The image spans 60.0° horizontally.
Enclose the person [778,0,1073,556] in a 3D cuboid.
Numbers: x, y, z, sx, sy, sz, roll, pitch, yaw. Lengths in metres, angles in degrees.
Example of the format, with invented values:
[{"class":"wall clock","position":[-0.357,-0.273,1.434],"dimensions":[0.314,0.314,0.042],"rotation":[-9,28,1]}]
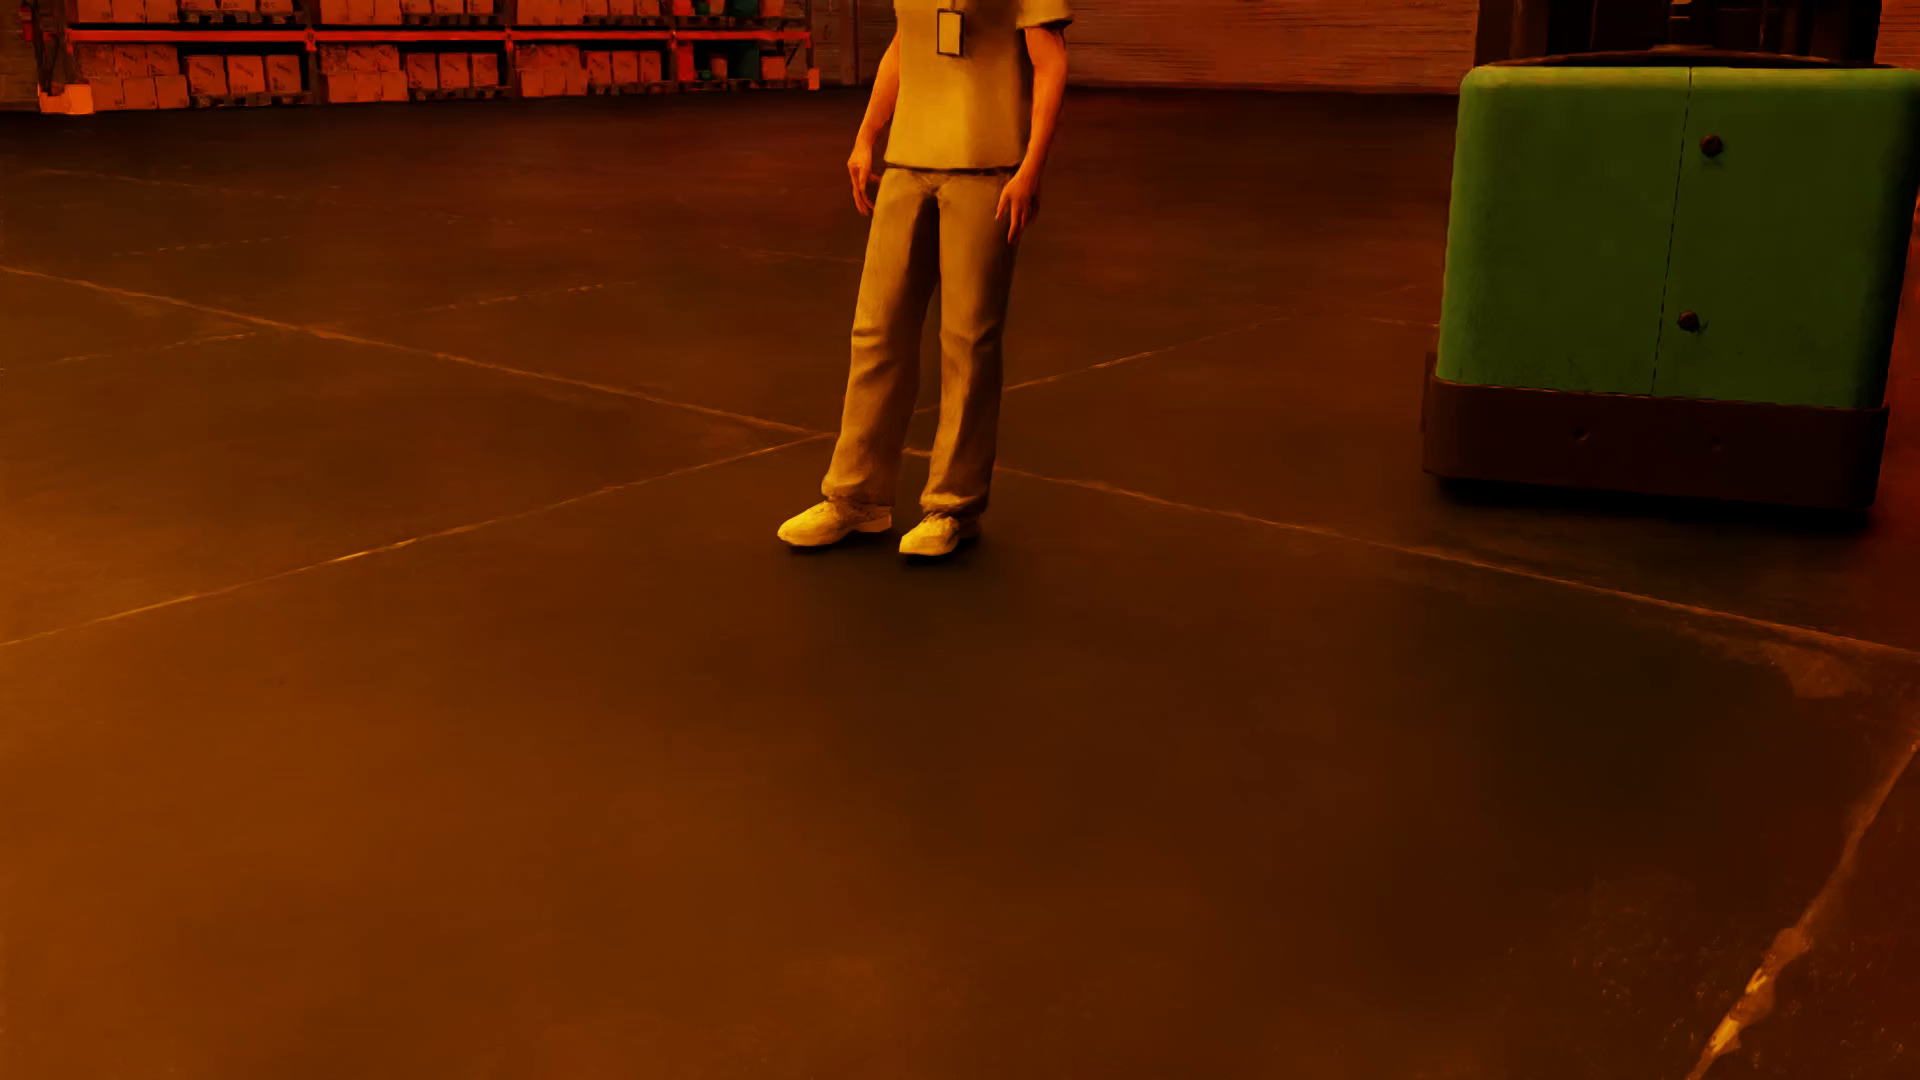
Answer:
[{"class":"person","position":[-0.062,-0.785,3.646],"dimensions":[0.550,1.658,0.532],"rotation":[13,21,37]}]

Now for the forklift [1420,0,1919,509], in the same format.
[{"class":"forklift","position":[2.171,-1.862,5.030],"dimensions":[1.130,2.935,3.031],"rotation":[6,18,19]}]
